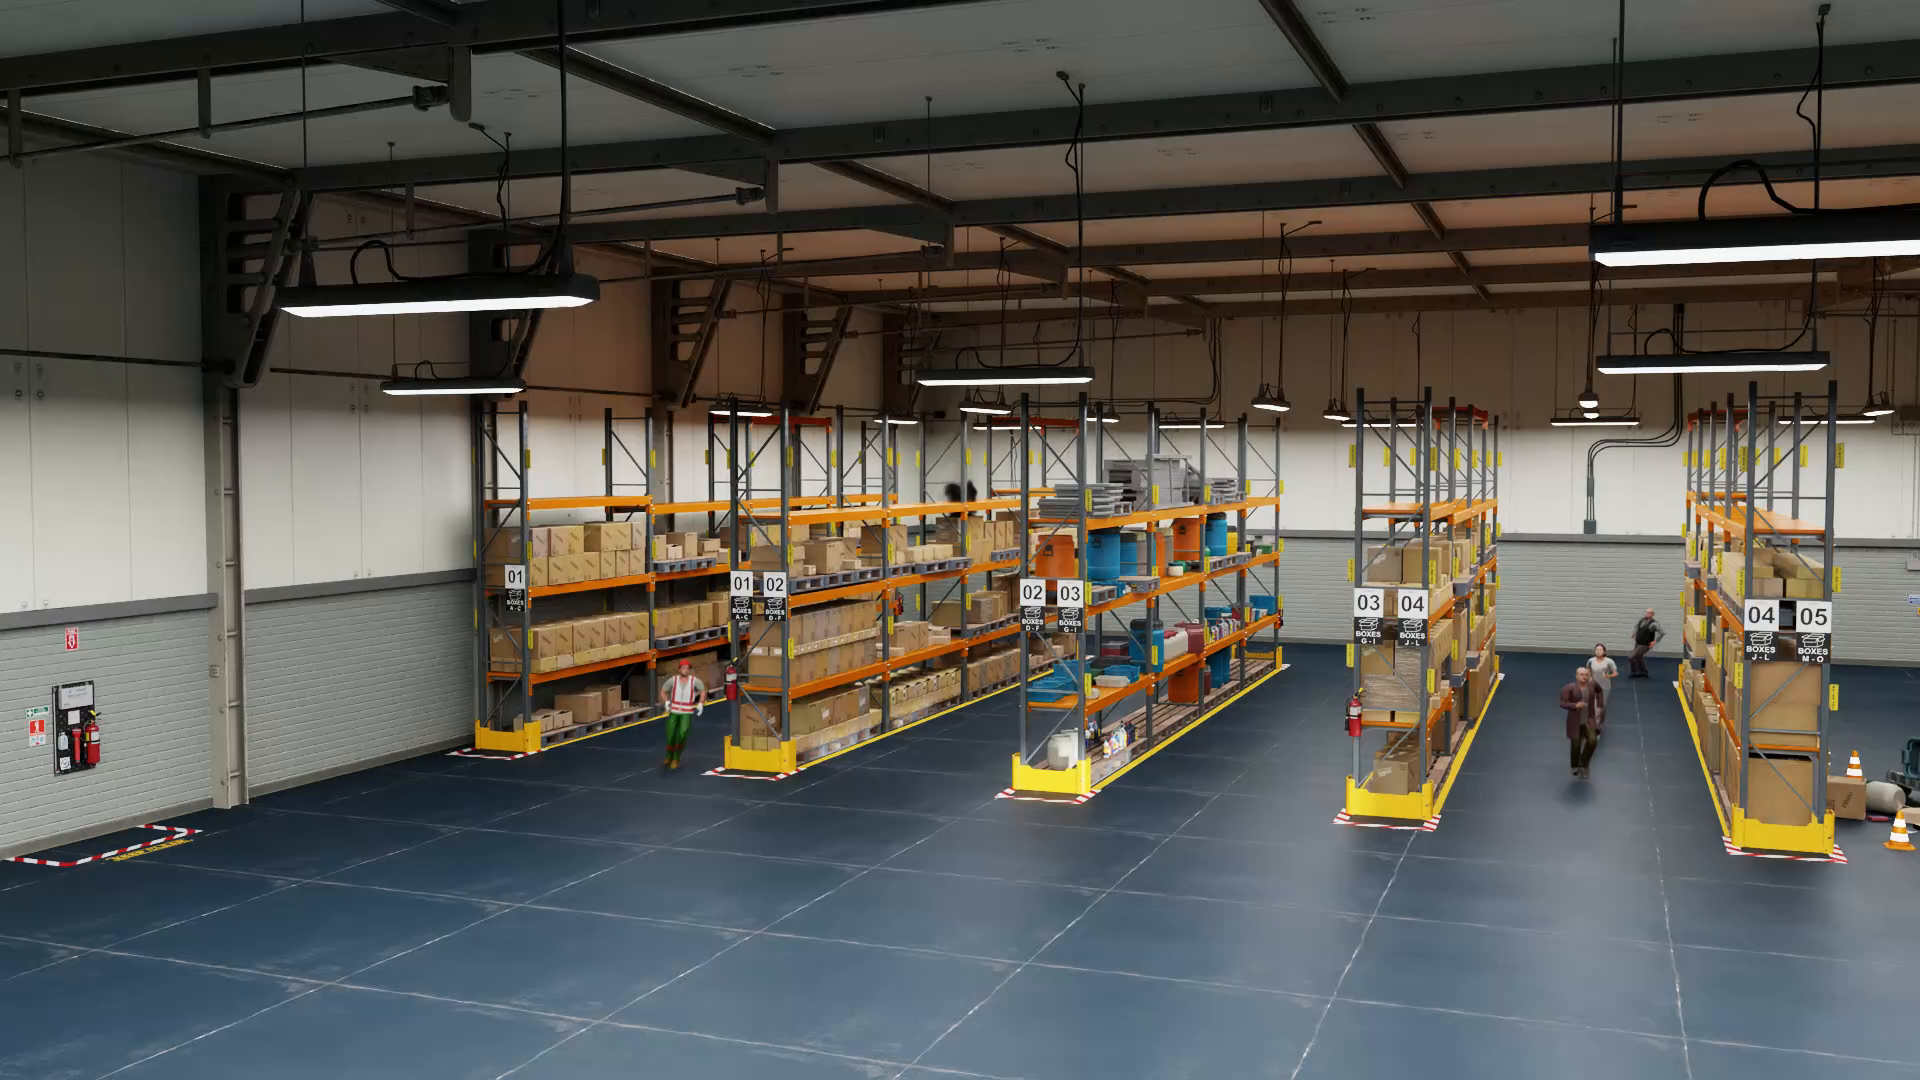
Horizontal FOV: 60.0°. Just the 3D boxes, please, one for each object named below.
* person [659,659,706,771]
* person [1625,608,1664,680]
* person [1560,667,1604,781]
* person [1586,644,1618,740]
[{"bbox_3d":[-4.507,2.819,26.939,0.719,1.780,0.678,0,3,-2],"label":"person"},{"bbox_3d":[15.472,2.365,37.706,0.679,1.673,0.777,0,3,1],"label":"person"},{"bbox_3d":[9.711,2.949,25.941,0.753,1.572,0.882,0,3,4],"label":"person"},{"bbox_3d":[11.561,2.707,29.965,0.554,1.689,0.897,1,3,23],"label":"person"}]
